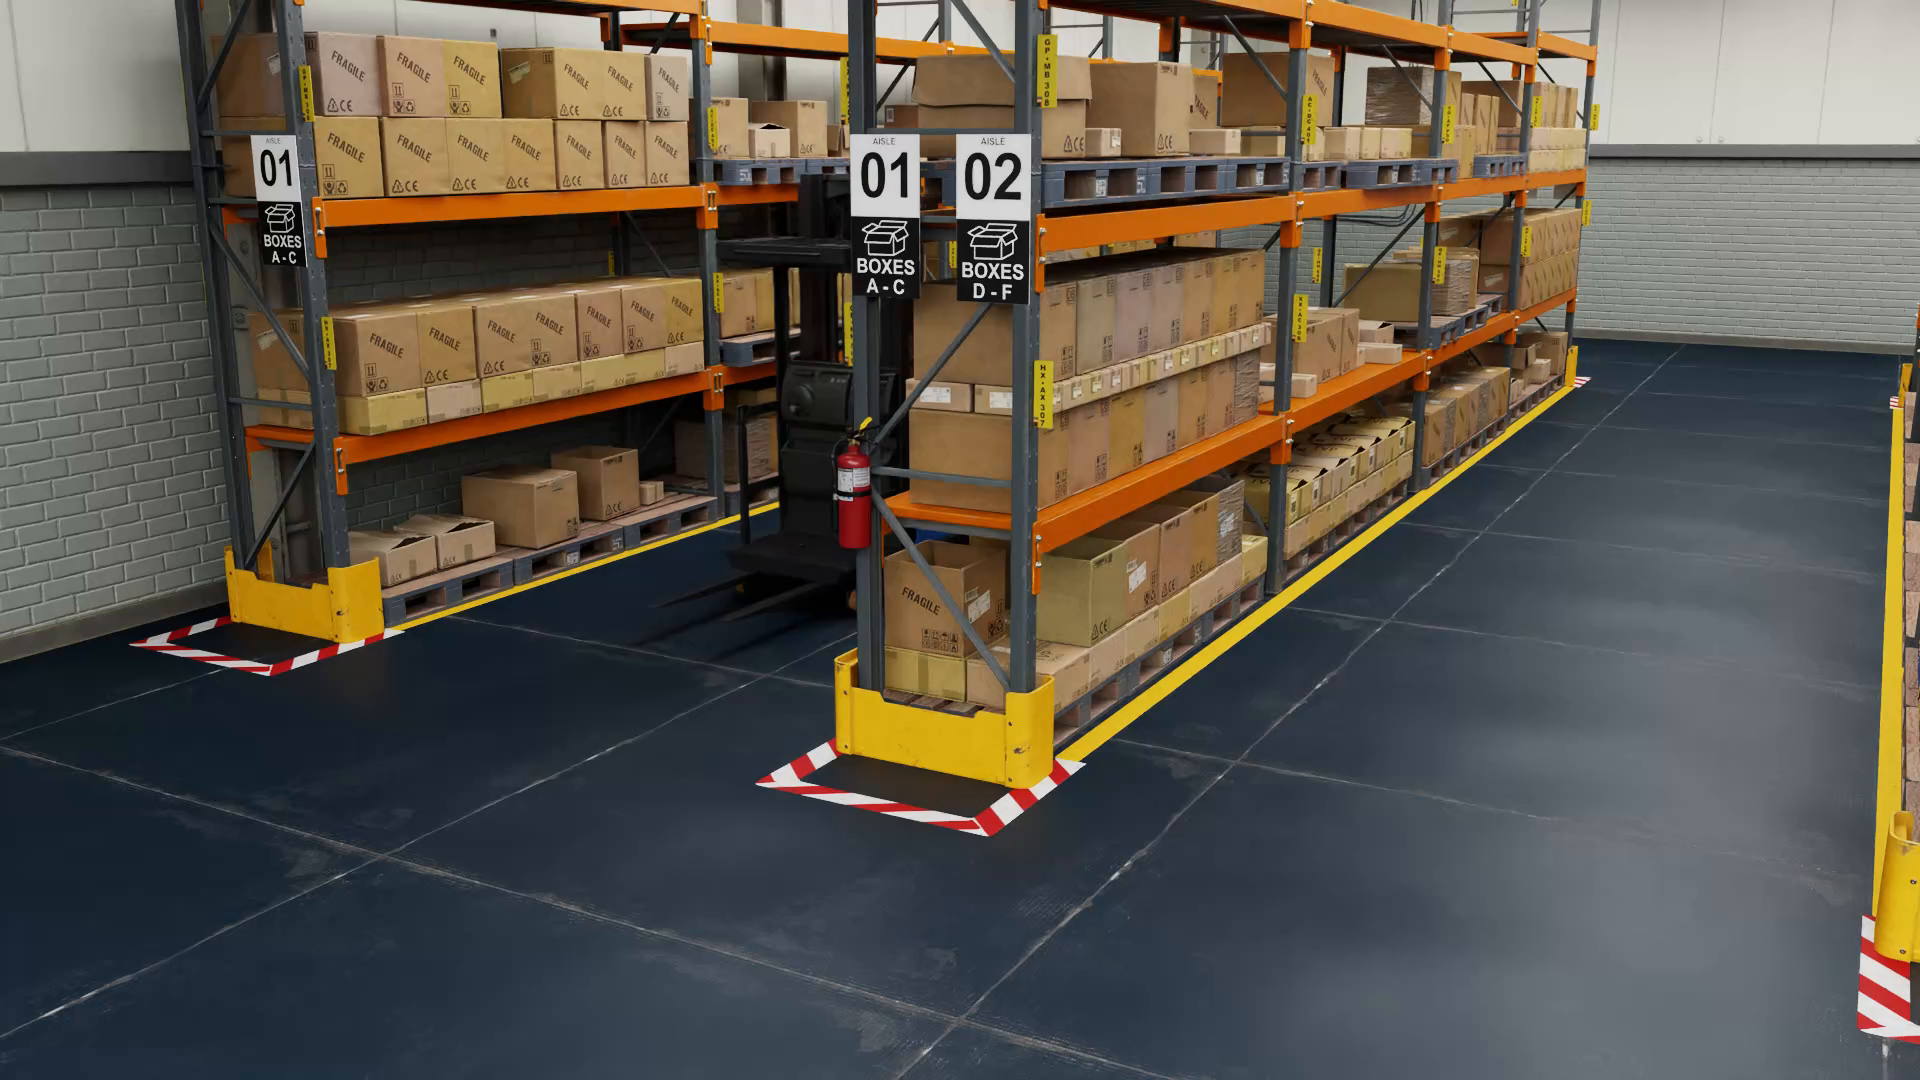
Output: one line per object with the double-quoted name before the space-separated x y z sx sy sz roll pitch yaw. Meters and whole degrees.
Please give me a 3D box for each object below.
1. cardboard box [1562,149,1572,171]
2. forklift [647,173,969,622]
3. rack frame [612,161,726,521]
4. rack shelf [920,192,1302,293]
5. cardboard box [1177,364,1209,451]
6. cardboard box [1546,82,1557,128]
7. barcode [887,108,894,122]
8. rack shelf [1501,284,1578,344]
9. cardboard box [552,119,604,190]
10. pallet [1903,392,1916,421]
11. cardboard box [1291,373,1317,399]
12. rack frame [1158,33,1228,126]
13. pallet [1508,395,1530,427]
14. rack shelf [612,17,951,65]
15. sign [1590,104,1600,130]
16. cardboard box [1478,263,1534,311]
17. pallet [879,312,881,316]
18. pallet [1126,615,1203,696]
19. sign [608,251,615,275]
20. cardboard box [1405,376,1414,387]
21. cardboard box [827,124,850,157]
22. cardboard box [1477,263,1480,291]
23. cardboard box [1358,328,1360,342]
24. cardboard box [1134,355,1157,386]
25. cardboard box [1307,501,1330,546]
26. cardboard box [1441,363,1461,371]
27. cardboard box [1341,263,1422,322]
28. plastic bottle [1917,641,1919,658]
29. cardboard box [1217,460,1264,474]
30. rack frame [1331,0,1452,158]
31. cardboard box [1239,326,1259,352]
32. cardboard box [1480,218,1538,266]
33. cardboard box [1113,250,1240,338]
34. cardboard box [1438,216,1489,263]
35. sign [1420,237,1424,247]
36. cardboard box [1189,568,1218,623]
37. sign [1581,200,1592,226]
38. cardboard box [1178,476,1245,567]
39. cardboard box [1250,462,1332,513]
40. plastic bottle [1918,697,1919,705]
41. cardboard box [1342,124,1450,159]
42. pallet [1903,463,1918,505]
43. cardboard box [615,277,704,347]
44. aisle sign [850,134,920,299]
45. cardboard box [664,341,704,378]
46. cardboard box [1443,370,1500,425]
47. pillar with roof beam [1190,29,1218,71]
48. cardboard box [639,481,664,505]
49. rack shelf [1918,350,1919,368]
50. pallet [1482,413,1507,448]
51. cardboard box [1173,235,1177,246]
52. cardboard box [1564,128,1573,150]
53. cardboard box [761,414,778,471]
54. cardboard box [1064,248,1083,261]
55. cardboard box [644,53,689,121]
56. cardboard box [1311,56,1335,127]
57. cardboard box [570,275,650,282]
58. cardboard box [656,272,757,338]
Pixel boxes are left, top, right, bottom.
"cardboard box" 7.156 -4.636 20.283 0.500 0.250 0.500 7 15 28
"forklift" -0.973 -1.043 11.607 1.130 2.935 3.031 8 16 30
"rack frame" -2.484 -1.690 14.143 1.000 3.000 0.127 7 15 28
"rack shelf" 0.887 -1.827 9.849 1.077 0.370 4.000 7 15 28
"cardboard box" 1.149 -0.875 10.548 0.700 0.500 0.500 8 16 29
"cardboard box" 6.525 -5.057 19.364 0.700 0.500 0.500 7 15 28
"barcode" -0.356 -2.166 8.478 0.001 0.075 0.075 7 15 28
"rack shelf" 6.688 -2.831 20.412 1.077 0.370 4.000 7 15 28
"cardboard box" -3.003 -2.854 12.317 0.500 0.500 0.500 7 15 26
"pallet" 11.556 -1.509 19.342 1.003 0.211 1.213 7 15 28
"cardboard box" 2.461 -1.166 12.505 0.380 0.149 0.250 7 15 28
"rack frame" 3.317 -7.068 23.652 1.000 3.000 0.127 7 15 28
"pallet" 6.054 -1.556 19.537 1.003 0.211 1.213 7 15 28
"rack shelf" -1.518 -4.472 15.273 1.077 0.370 4.000 7 15 28
"sign" 8.131 -5.413 21.297 0.100 0.325 0.005 7 15 28
"cardboard box" 6.206 -2.893 18.920 0.500 0.500 0.500 8 16 30
"pallet" -0.802 -2.259 16.913 1.213 0.211 1.003 7 15 28
"pallet" 0.844 0.636 10.445 1.003 0.211 1.213 7 15 28
"sign" -2.972 -2.315 14.265 0.100 0.325 0.005 7 15 28
"cardboard box" 4.548 -1.754 17.204 0.500 0.250 0.500 7 15 27
"cardboard box" -1.259 -3.773 16.121 0.797 0.503 0.637 10 17 36
"cardboard box" 5.738 -2.951 19.160 0.500 0.500 0.500 8 16 29
"cardboard box" 3.185 -1.745 14.562 0.500 0.311 0.500 7 15 27
"cardboard box" 0.919 -0.993 9.656 0.380 0.149 0.250 7 15 27
"cardboard box" 2.514 -0.156 12.752 0.500 0.250 0.500 8 16 29
"cardboard box" 5.274 -1.698 18.570 0.500 0.500 0.500 7 15 26
"cardboard box" 3.993 -2.345 15.750 0.700 0.500 0.500 2 14 9
"plastic bottle" 5.650 0.561 9.690 0.097 0.271 0.097 0 14 0
"cardboard box" 2.045 -0.492 12.950 0.500 0.311 0.500 8 16 30
"rack frame" 3.787 -4.866 14.519 1.000 3.000 0.127 7 15 28
"cardboard box" 1.789 -1.363 11.188 0.380 0.149 0.250 7 15 27
"cardboard box" 6.195 -3.370 18.766 0.500 0.500 0.500 8 16 29
"cardboard box" 1.402 -1.613 10.843 0.700 0.500 0.500 7 15 28
"cardboard box" 5.739 -3.438 19.049 0.500 0.500 0.500 7 15 28
"sign" 5.242 -3.251 18.773 0.100 0.325 0.005 7 15 28
"cardboard box" 1.342 0.329 10.740 0.500 0.250 0.500 7 15 28
"sign" 8.131 -4.241 21.579 0.100 0.325 0.005 7 15 28
"cardboard box" 1.569 -0.140 11.086 0.500 0.500 0.500 7 15 28
"cardboard box" 2.518 -0.428 12.683 0.500 0.311 0.500 7 15 27
"plastic bottle" 5.186 0.792 8.881 0.097 0.201 0.097 0 14 0
"cardboard box" 3.969 -3.550 15.246 0.910 0.500 0.500 7 15 28
"pallet" 9.057 -0.448 14.942 1.003 0.211 1.213 7 15 28
"cardboard box" -2.442 -1.859 13.522 0.500 0.500 0.500 7 15 28
"aisle sign" -0.369 -1.592 8.191 0.394 0.787 0.004 7 15 28
"cardboard box" -2.448 -1.495 13.612 0.500 0.250 0.500 7 15 28
"cardboard box" 5.487 -1.535 17.896 0.500 0.500 0.500 7 15 28
"pillar with roof beam" 7.633 -7.232 24.333 9.100 9.000 0.400 7 15 28
"cardboard box" -2.717 -0.413 13.954 0.380 0.166 0.250 5 15 21
"rack shelf" 9.089 -1.449 14.677 1.077 0.370 4.000 7 15 28
"pallet" 5.361 -1.244 18.243 1.003 0.211 1.213 7 15 28
"cardboard box" 2.360 -3.886 22.612 0.980 0.700 0.700 7 15 25
"cardboard box" 7.143 -4.881 20.231 0.500 0.250 0.500 7 15 28
"cardboard box" -1.937 -0.953 15.482 0.700 0.500 0.500 7 15 27
"cardboard box" 1.142 -3.305 19.952 0.500 0.500 0.500 8 15 28
"cardboard box" -2.489 -3.559 13.106 0.500 0.500 0.500 6 15 23
"cardboard box" 2.441 -3.325 12.349 0.500 0.500 0.500 9 16 33
"cardboard box" -2.895 -1.918 13.768 0.500 0.500 0.500 7 15 27
"cardboard box" -2.209 -2.053 14.496 0.700 0.500 0.500 7 15 28
